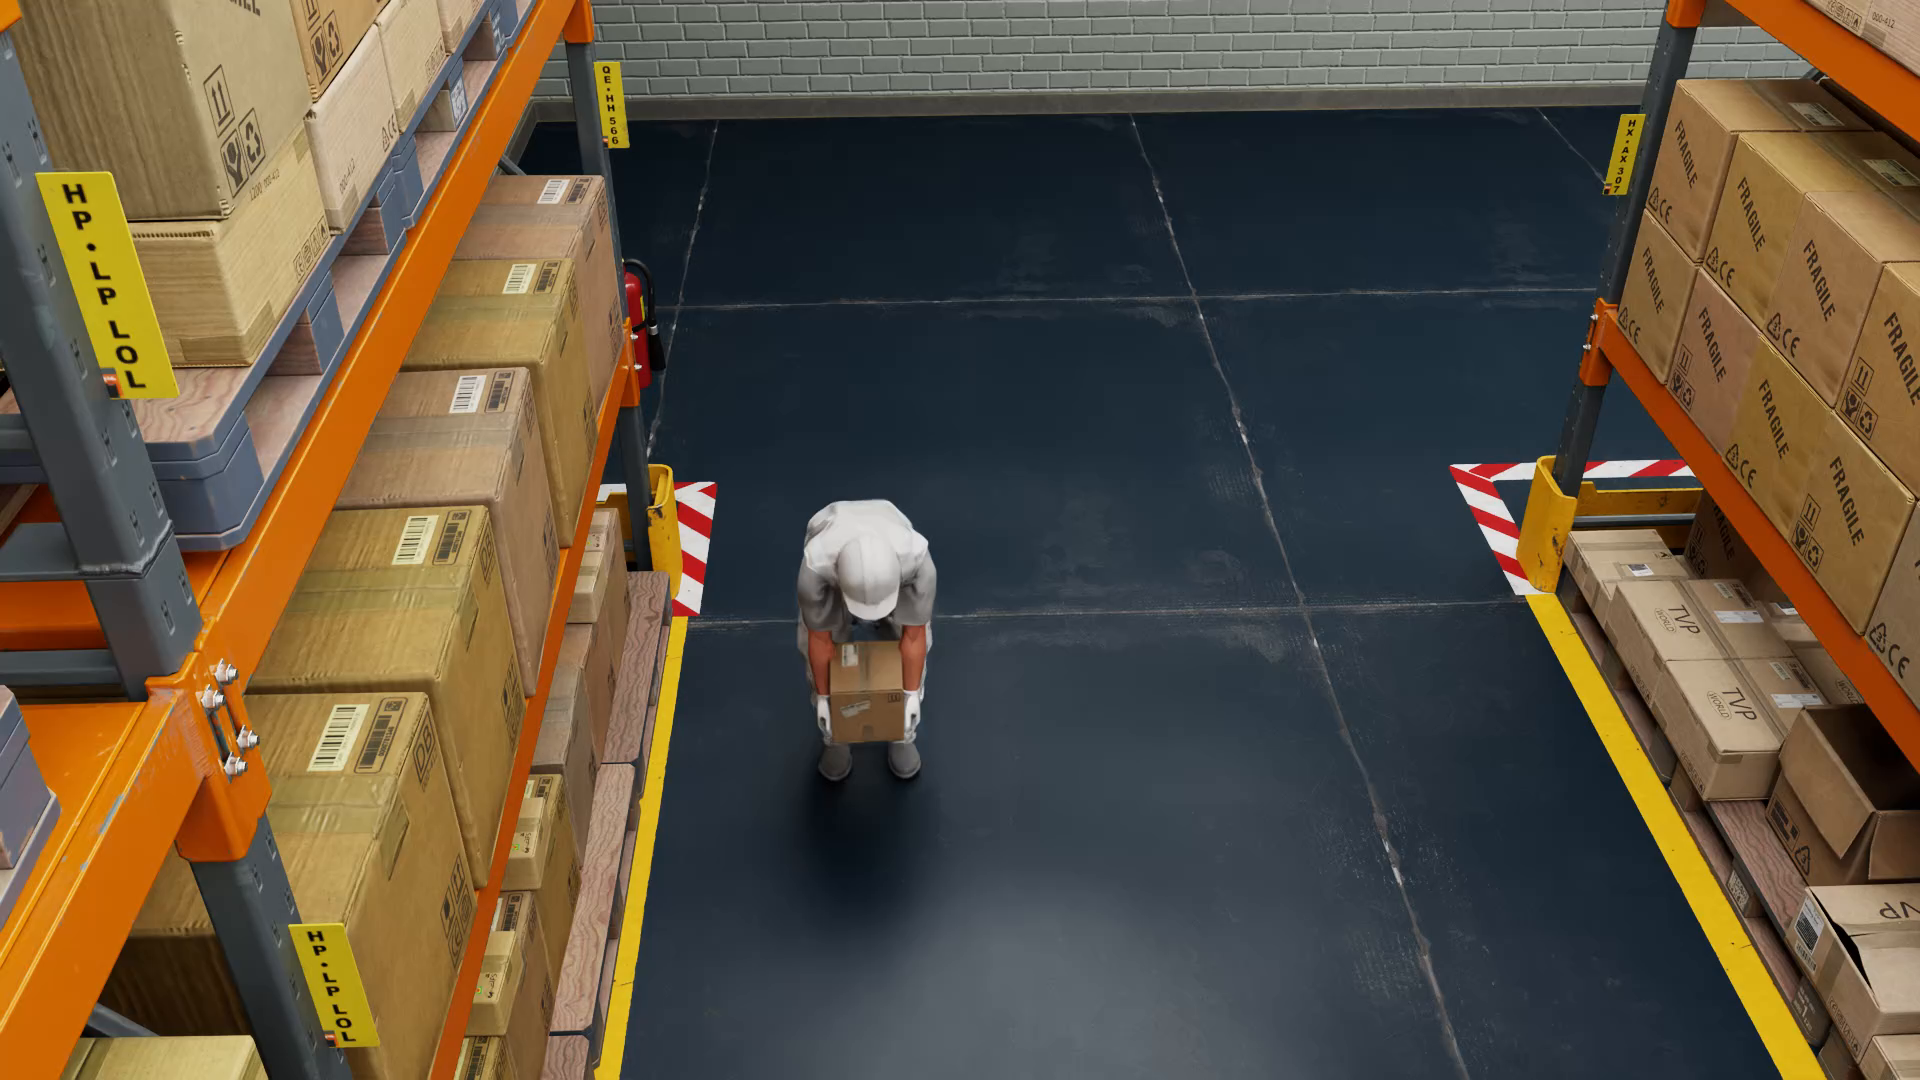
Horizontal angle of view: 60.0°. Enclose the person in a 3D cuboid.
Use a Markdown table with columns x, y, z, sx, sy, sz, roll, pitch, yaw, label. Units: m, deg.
| x | y | z | sx | sy | sz | roll | pitch | yaw | label |
| --- | --- | --- | --- | --- | --- | --- | --- | --- | --- |
| -0.335 | 0.385 | 5.916 | 0.498 | 1.392 | 0.884 | -3 | 35 | -4 | person |
